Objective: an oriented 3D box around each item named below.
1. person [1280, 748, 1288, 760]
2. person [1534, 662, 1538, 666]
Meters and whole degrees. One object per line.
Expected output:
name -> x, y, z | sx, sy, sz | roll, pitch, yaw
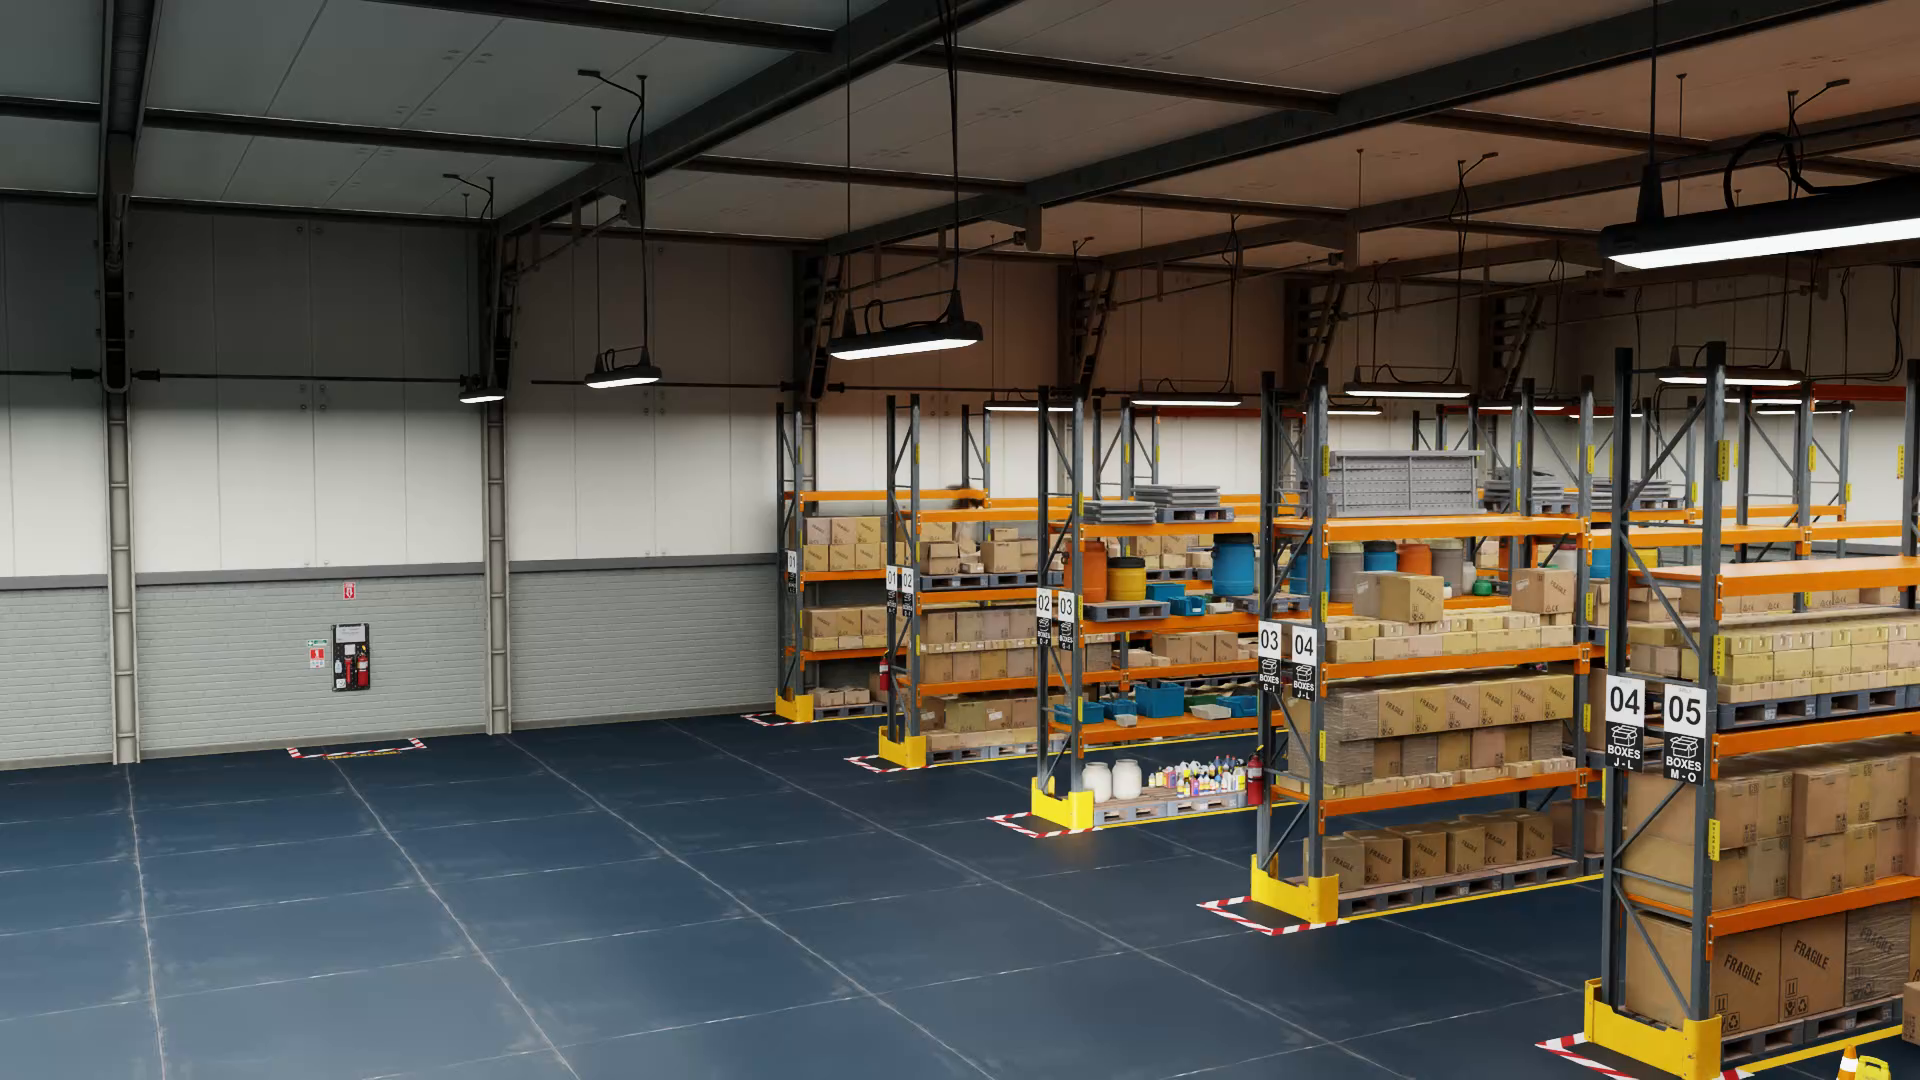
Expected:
person -> 5.801, 2.758, 27.468 | 0.994, 1.749, 0.523 | -2, 4, -25
person -> 12.578, 2.235, 36.849 | 0.592, 1.633, 0.953 | 3, 4, 41
